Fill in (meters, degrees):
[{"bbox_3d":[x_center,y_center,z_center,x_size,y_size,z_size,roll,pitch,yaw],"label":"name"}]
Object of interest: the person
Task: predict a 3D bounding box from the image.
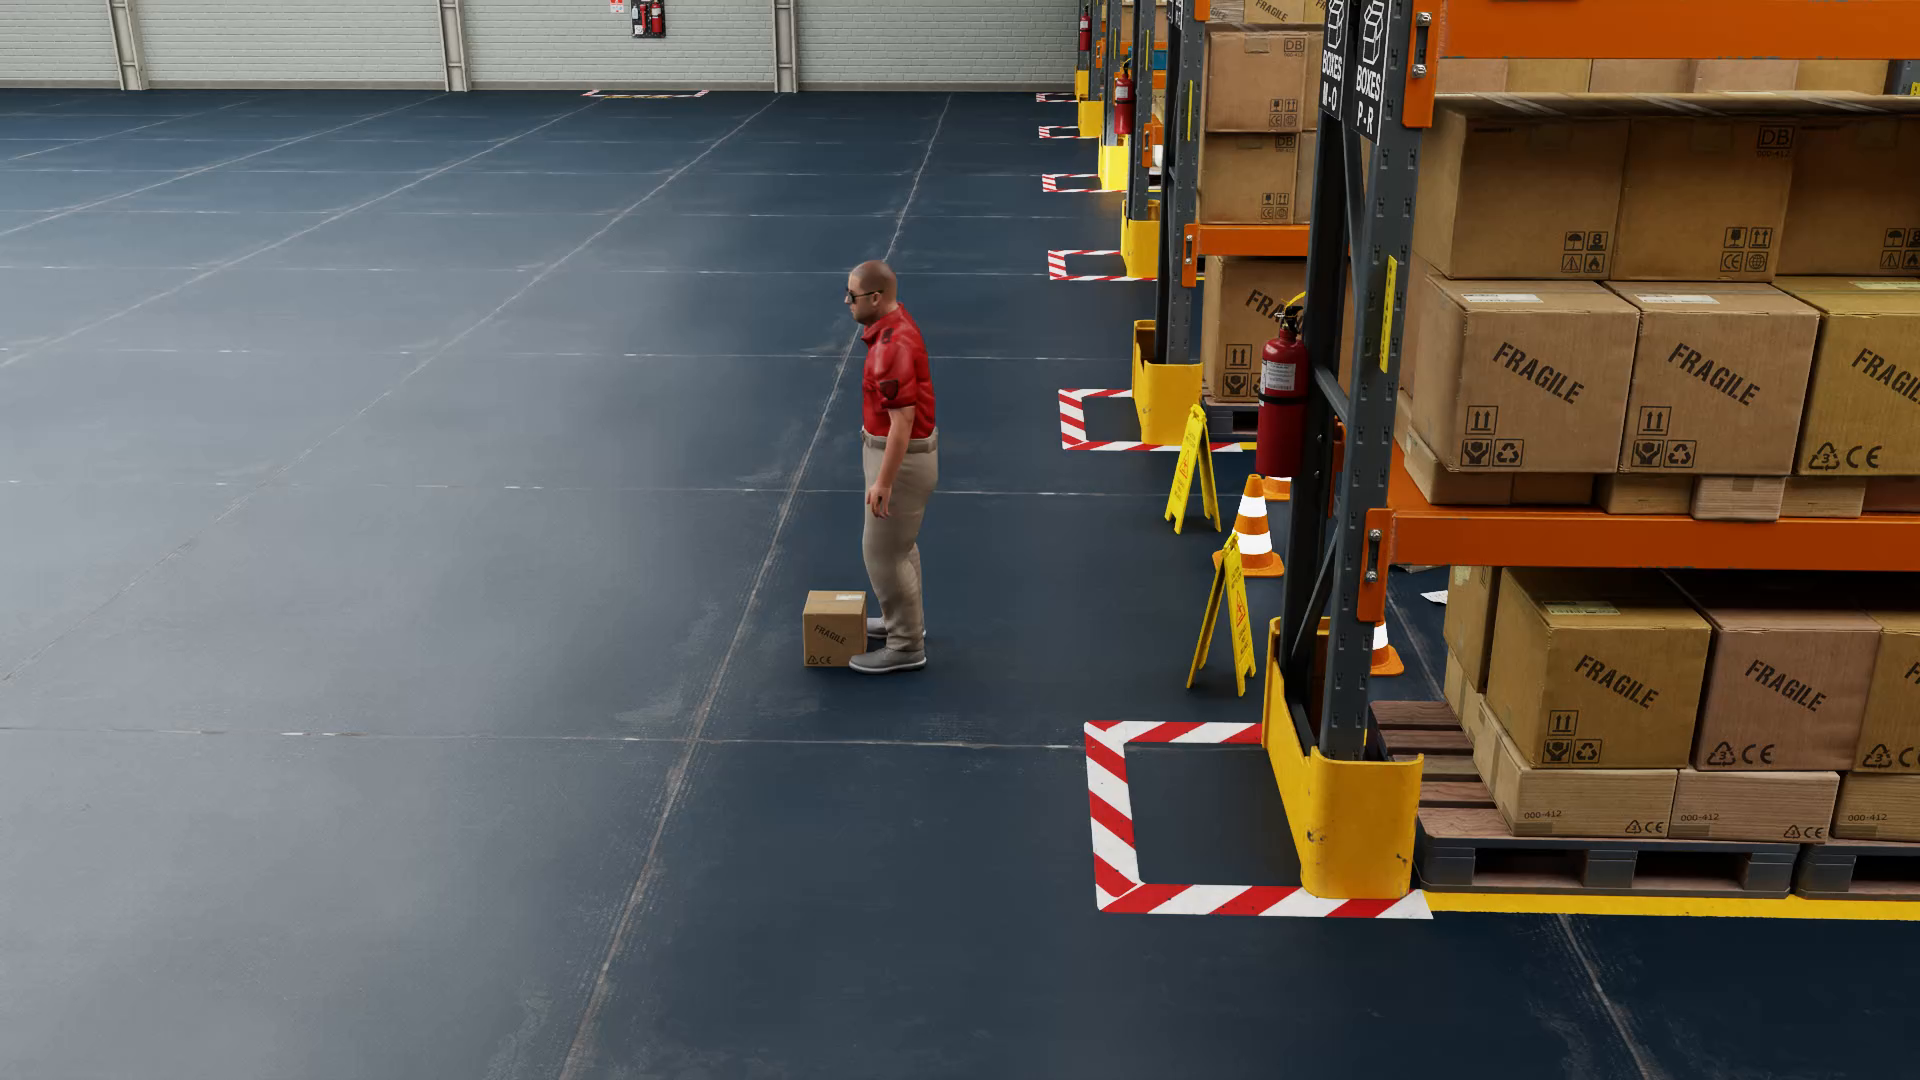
[{"bbox_3d":[-0.281,-0.307,6.914,0.383,1.727,0.599,0,21,0],"label":"person"}]
